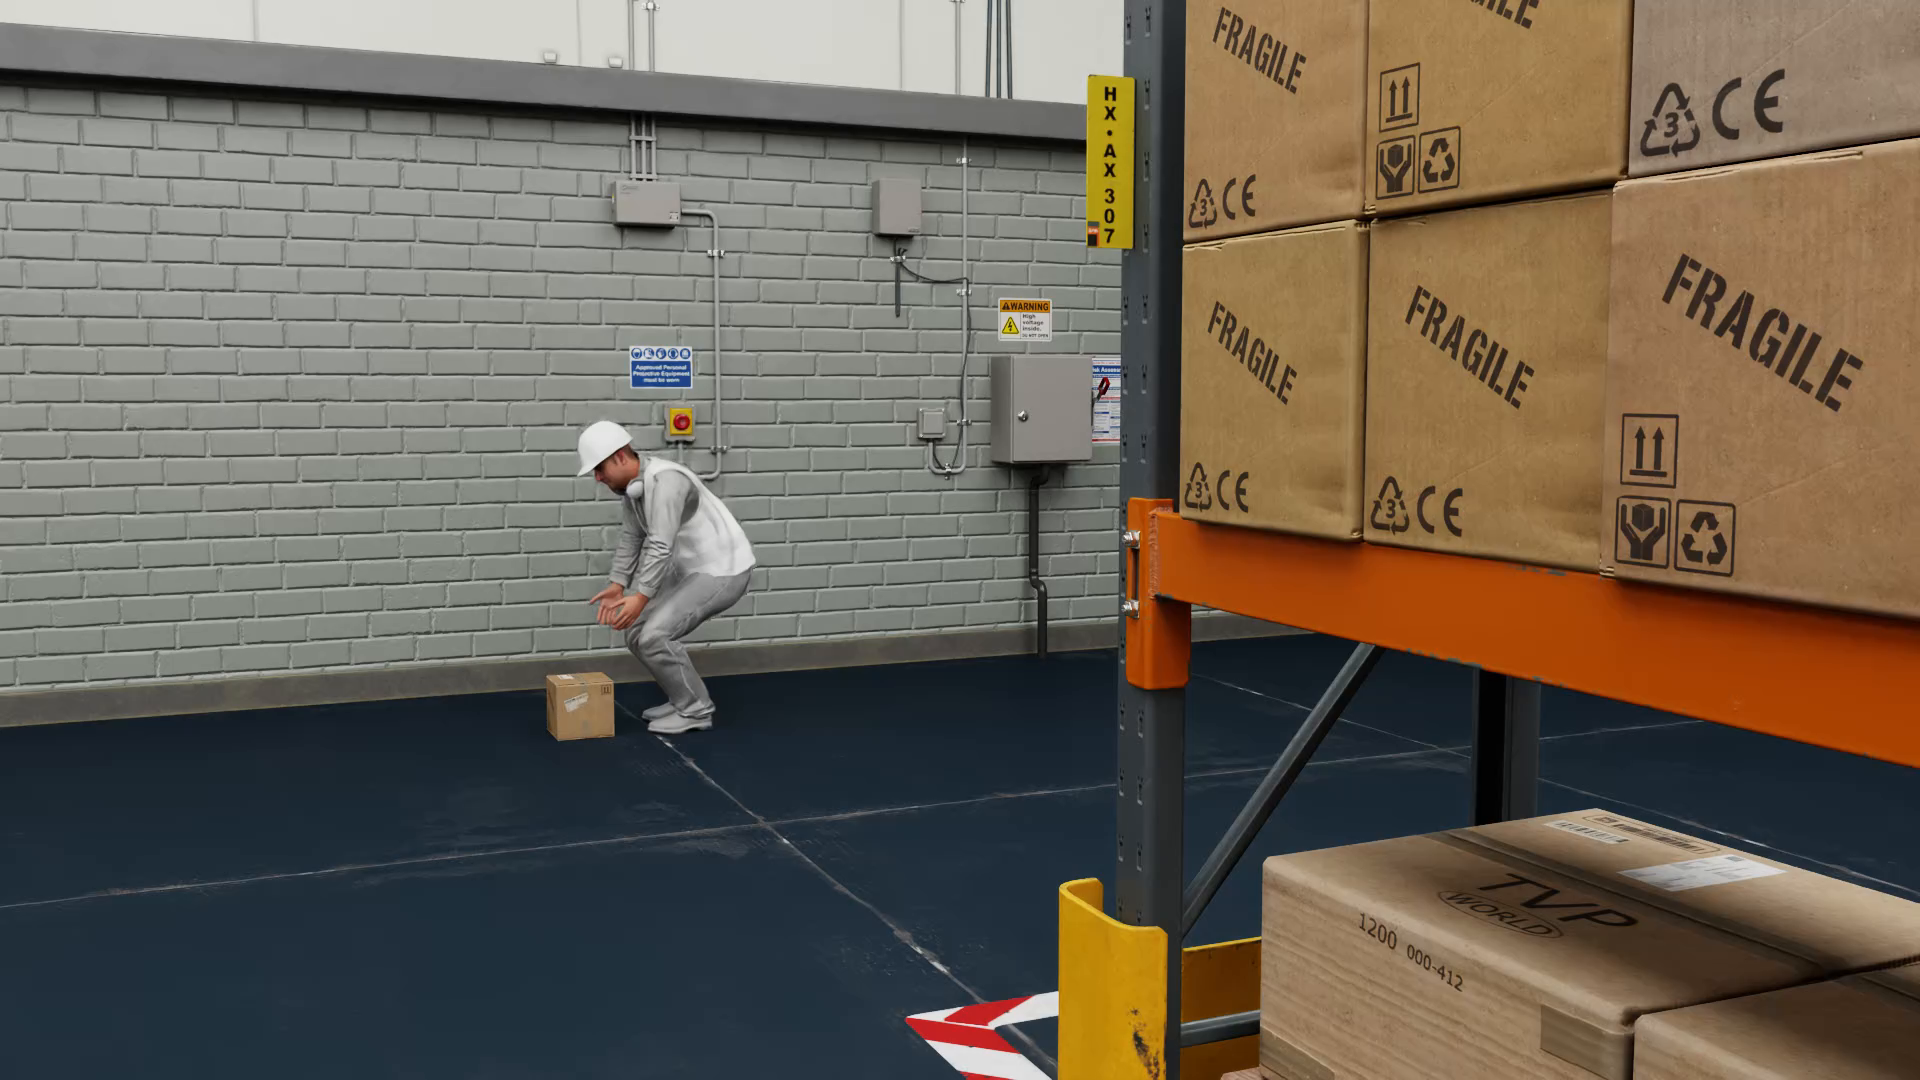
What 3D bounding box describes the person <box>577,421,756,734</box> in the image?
[{"bbox_3d":[-1.314,0.161,7.468,0.785,1.390,0.590,-2,6,-24],"label":"person"}]
